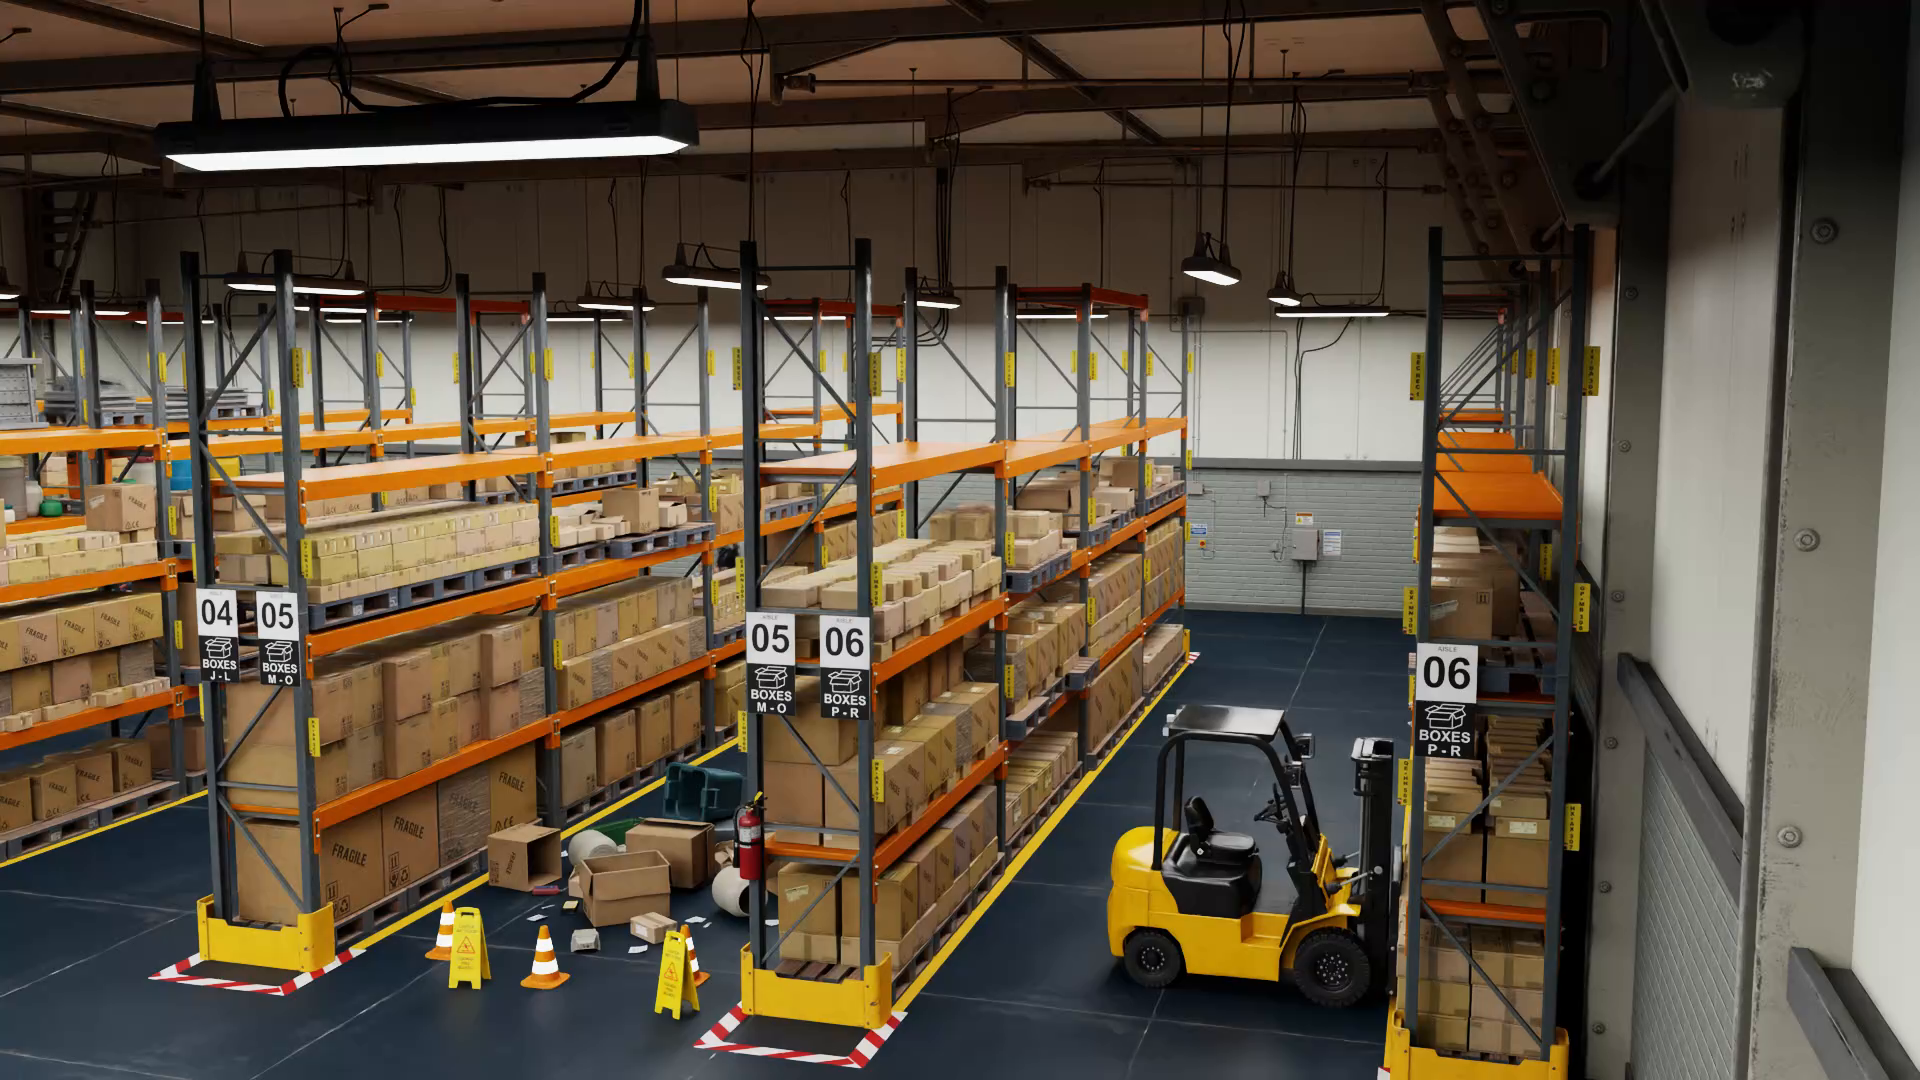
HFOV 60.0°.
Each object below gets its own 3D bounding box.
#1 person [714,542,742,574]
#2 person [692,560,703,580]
[{"bbox_3d":[-4.702,0.553,33.716,0.929,1.688,0.531,6,8,41],"label":"person"},{"bbox_3d":[-4.459,1.111,28.843,0.482,1.621,1.049,2,7,16],"label":"person"}]
